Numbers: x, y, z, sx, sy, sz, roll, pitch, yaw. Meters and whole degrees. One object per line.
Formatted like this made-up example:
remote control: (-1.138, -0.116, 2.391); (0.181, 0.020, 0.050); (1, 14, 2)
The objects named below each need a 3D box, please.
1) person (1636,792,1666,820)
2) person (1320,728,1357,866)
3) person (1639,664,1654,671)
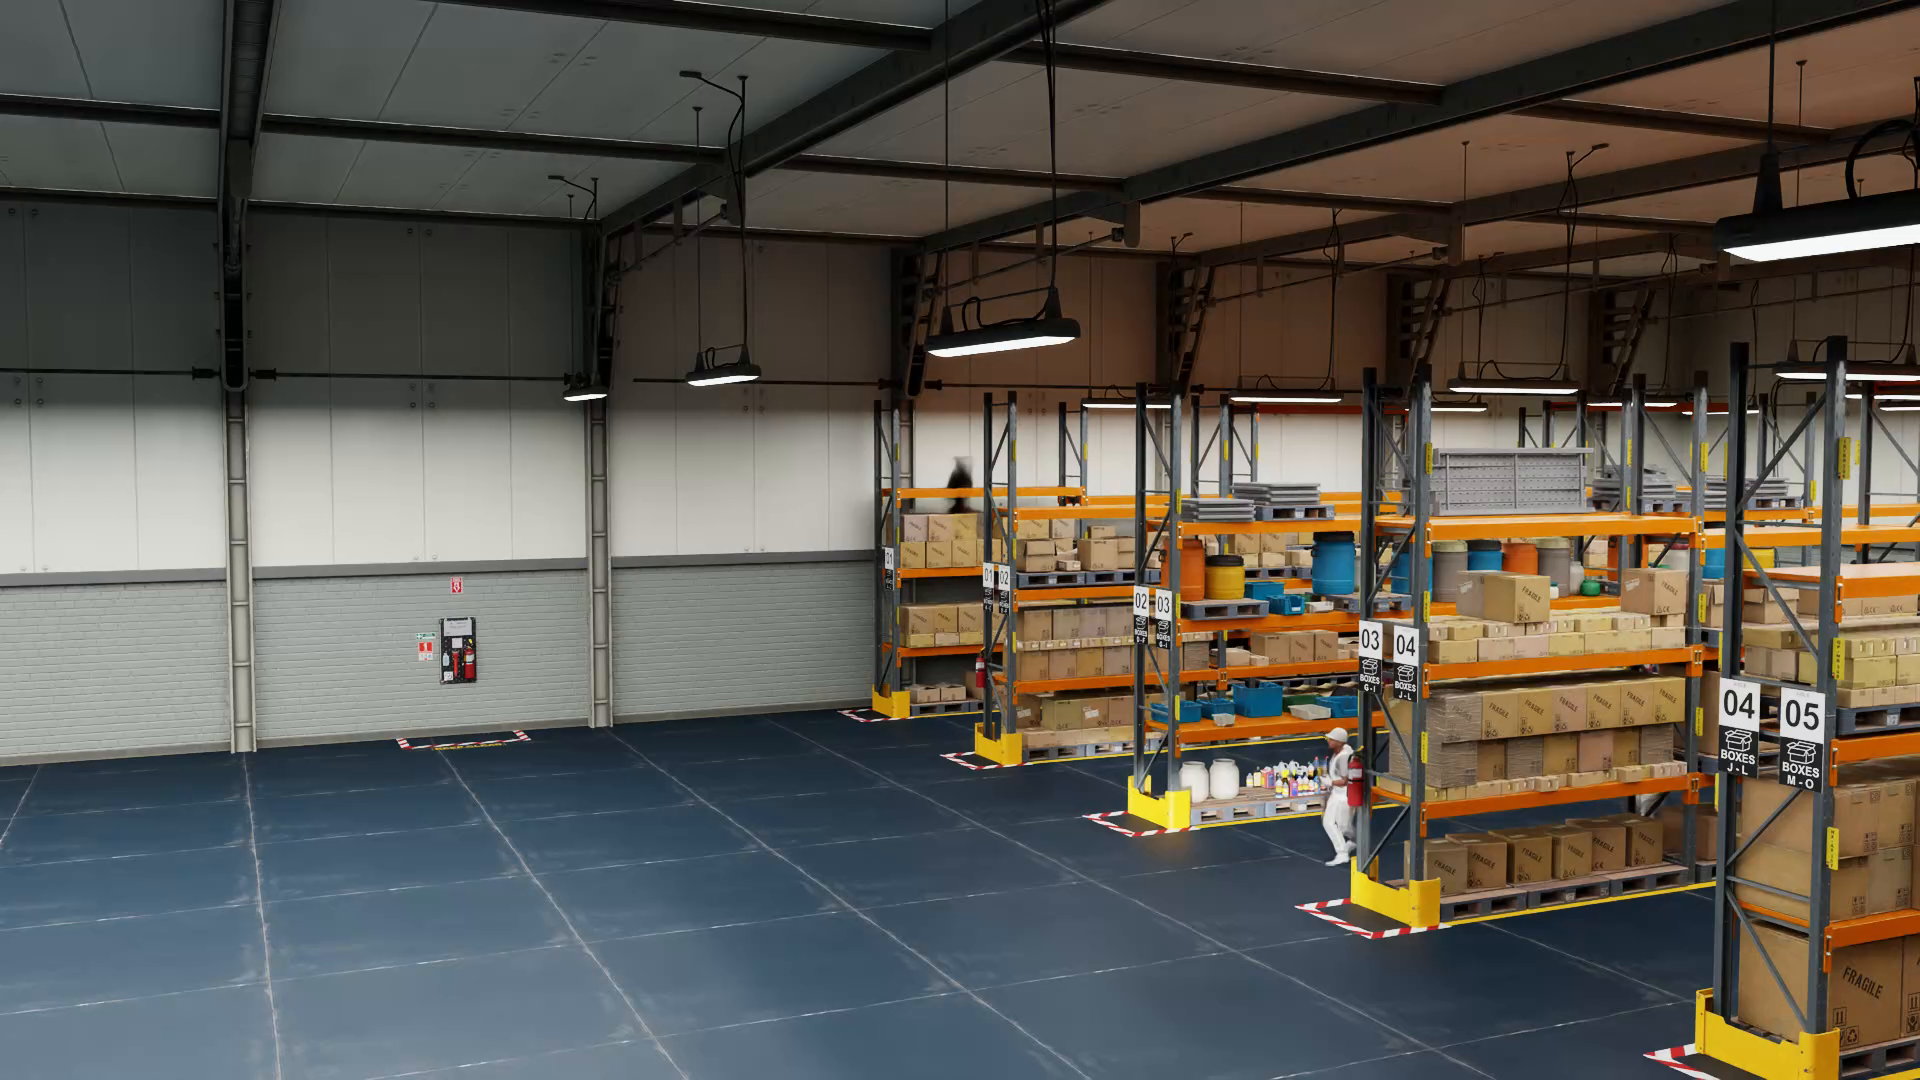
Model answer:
person: (9.042, 3.044, 21.787); (0.706, 1.713, 0.649); (-3, 4, -39)
person: (4.742, 3.138, 20.427); (0.703, 1.723, 0.800); (-1, 3, -12)
person: (12.563, 2.563, 30.246); (0.678, 1.704, 0.653); (-3, 4, -39)
